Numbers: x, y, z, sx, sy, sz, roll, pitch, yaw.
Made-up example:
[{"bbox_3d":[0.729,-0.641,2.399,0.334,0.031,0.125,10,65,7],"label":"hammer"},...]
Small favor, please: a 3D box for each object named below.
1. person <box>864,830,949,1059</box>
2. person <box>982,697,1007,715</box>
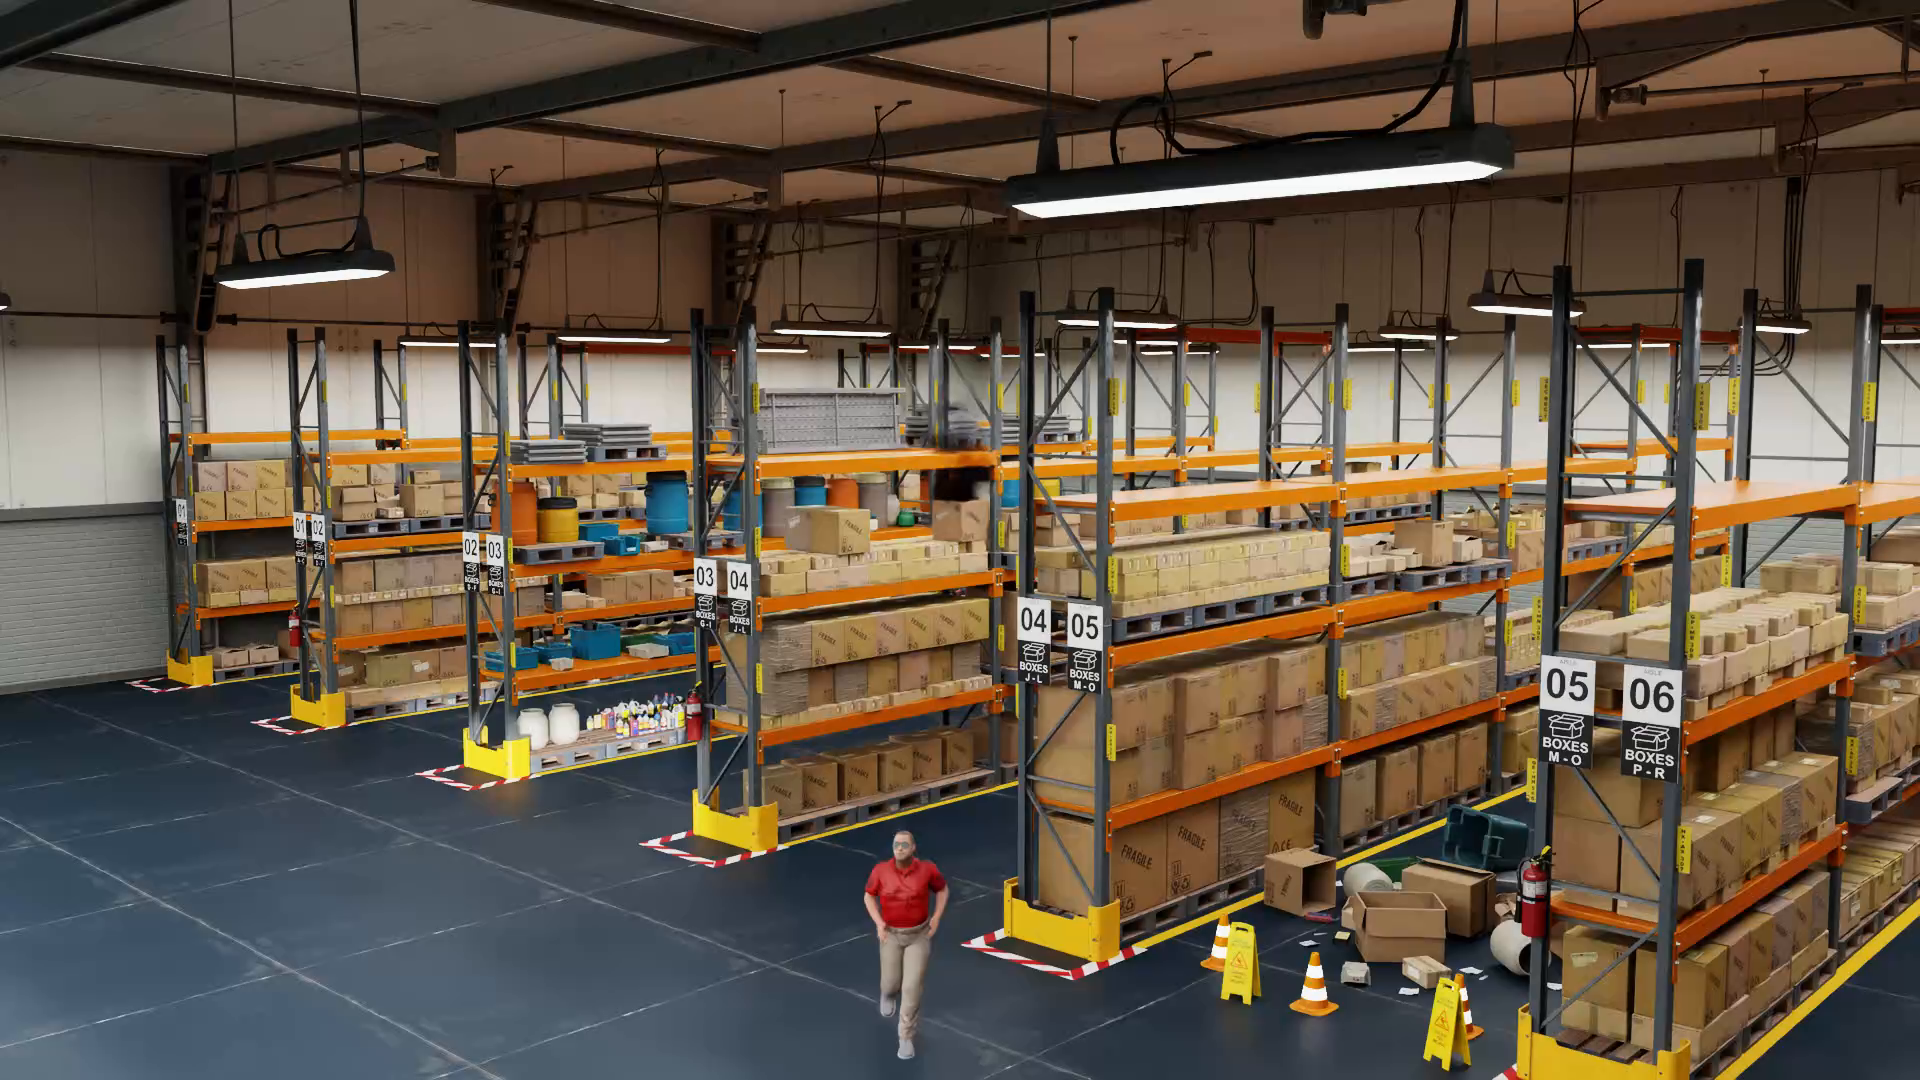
[{"bbox_3d":[-0.418,3.108,13.064,0.668,1.721,0.783,0,5,1],"label":"person"},{"bbox_3d":[0.494,1.906,25.587,0.574,1.673,0.951,3,6,31],"label":"person"}]
